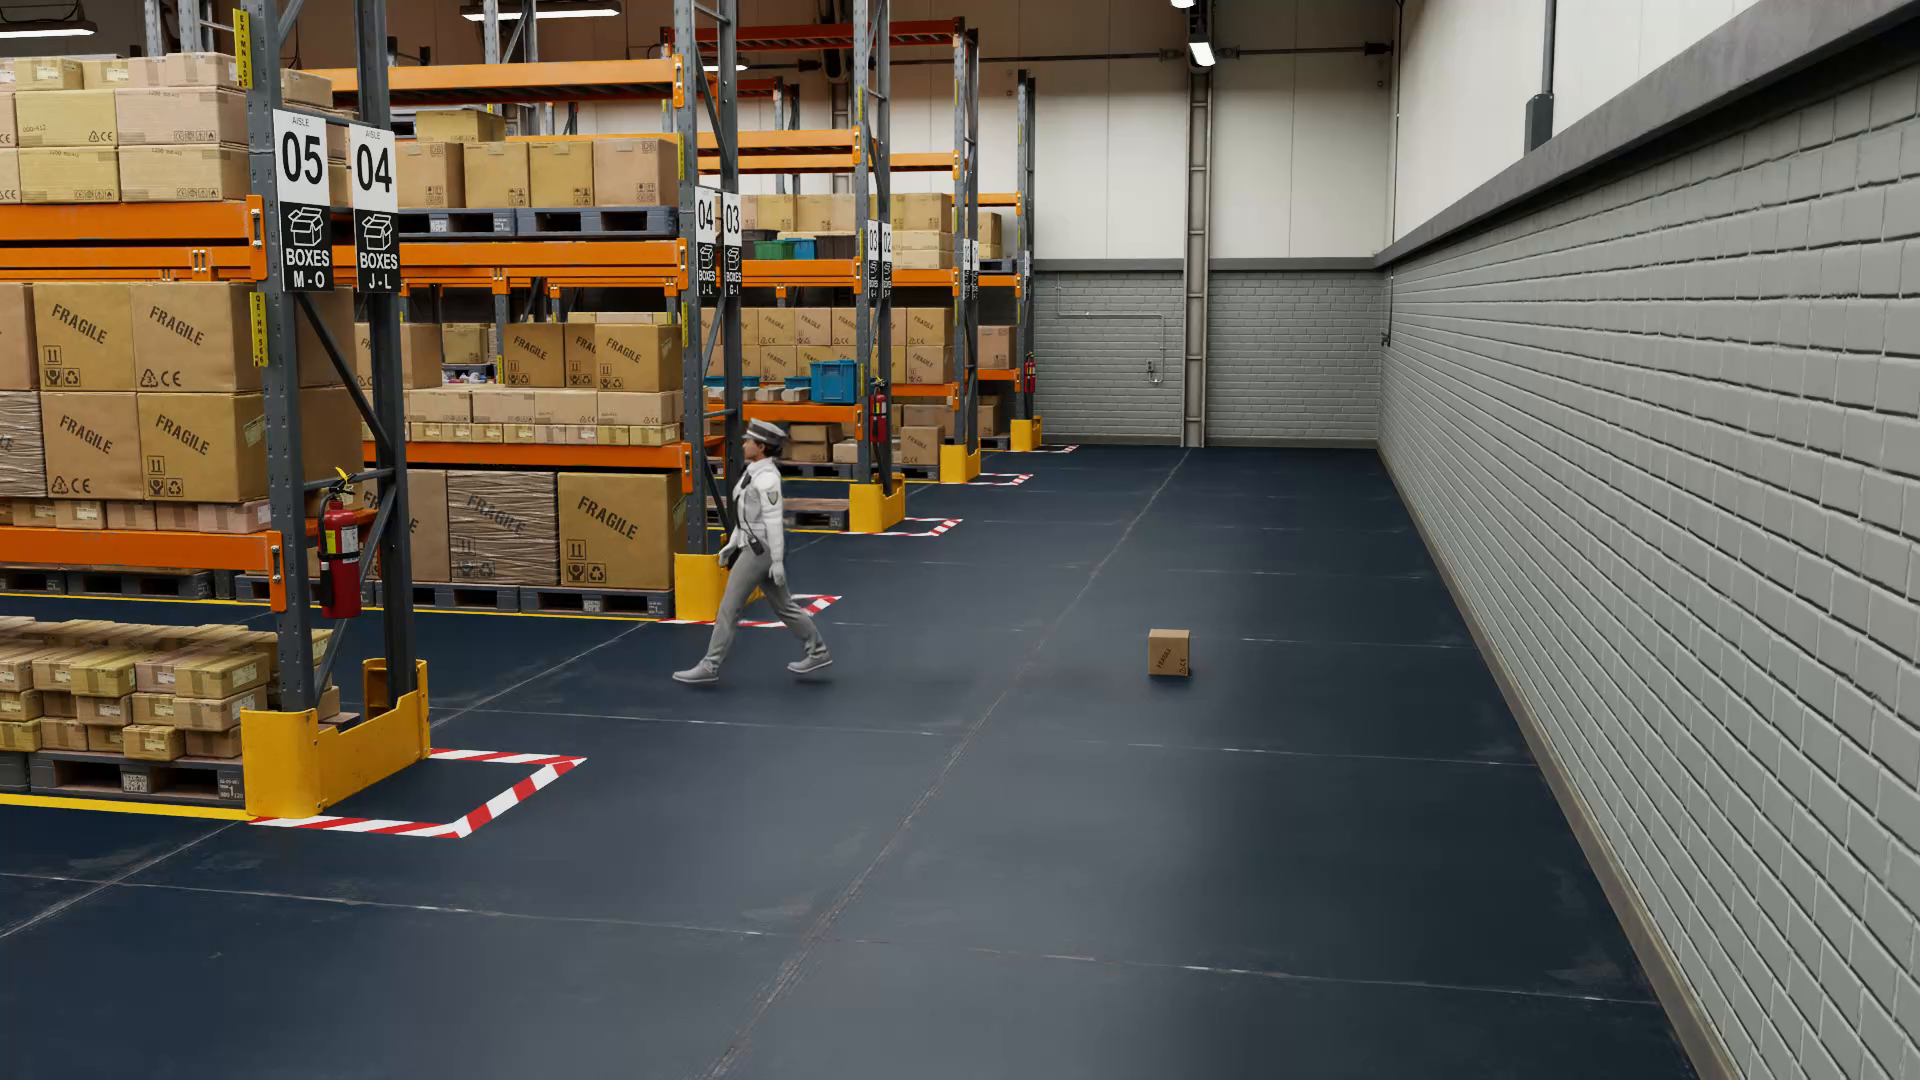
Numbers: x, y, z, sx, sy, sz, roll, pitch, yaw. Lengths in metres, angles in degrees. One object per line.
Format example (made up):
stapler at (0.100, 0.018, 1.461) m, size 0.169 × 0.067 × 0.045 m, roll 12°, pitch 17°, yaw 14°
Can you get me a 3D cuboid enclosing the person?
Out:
person at (-1.294, 0.052, 10.307) m, size 0.995 × 1.633 × 0.514 m, roll -1°, pitch 8°, yaw -8°
